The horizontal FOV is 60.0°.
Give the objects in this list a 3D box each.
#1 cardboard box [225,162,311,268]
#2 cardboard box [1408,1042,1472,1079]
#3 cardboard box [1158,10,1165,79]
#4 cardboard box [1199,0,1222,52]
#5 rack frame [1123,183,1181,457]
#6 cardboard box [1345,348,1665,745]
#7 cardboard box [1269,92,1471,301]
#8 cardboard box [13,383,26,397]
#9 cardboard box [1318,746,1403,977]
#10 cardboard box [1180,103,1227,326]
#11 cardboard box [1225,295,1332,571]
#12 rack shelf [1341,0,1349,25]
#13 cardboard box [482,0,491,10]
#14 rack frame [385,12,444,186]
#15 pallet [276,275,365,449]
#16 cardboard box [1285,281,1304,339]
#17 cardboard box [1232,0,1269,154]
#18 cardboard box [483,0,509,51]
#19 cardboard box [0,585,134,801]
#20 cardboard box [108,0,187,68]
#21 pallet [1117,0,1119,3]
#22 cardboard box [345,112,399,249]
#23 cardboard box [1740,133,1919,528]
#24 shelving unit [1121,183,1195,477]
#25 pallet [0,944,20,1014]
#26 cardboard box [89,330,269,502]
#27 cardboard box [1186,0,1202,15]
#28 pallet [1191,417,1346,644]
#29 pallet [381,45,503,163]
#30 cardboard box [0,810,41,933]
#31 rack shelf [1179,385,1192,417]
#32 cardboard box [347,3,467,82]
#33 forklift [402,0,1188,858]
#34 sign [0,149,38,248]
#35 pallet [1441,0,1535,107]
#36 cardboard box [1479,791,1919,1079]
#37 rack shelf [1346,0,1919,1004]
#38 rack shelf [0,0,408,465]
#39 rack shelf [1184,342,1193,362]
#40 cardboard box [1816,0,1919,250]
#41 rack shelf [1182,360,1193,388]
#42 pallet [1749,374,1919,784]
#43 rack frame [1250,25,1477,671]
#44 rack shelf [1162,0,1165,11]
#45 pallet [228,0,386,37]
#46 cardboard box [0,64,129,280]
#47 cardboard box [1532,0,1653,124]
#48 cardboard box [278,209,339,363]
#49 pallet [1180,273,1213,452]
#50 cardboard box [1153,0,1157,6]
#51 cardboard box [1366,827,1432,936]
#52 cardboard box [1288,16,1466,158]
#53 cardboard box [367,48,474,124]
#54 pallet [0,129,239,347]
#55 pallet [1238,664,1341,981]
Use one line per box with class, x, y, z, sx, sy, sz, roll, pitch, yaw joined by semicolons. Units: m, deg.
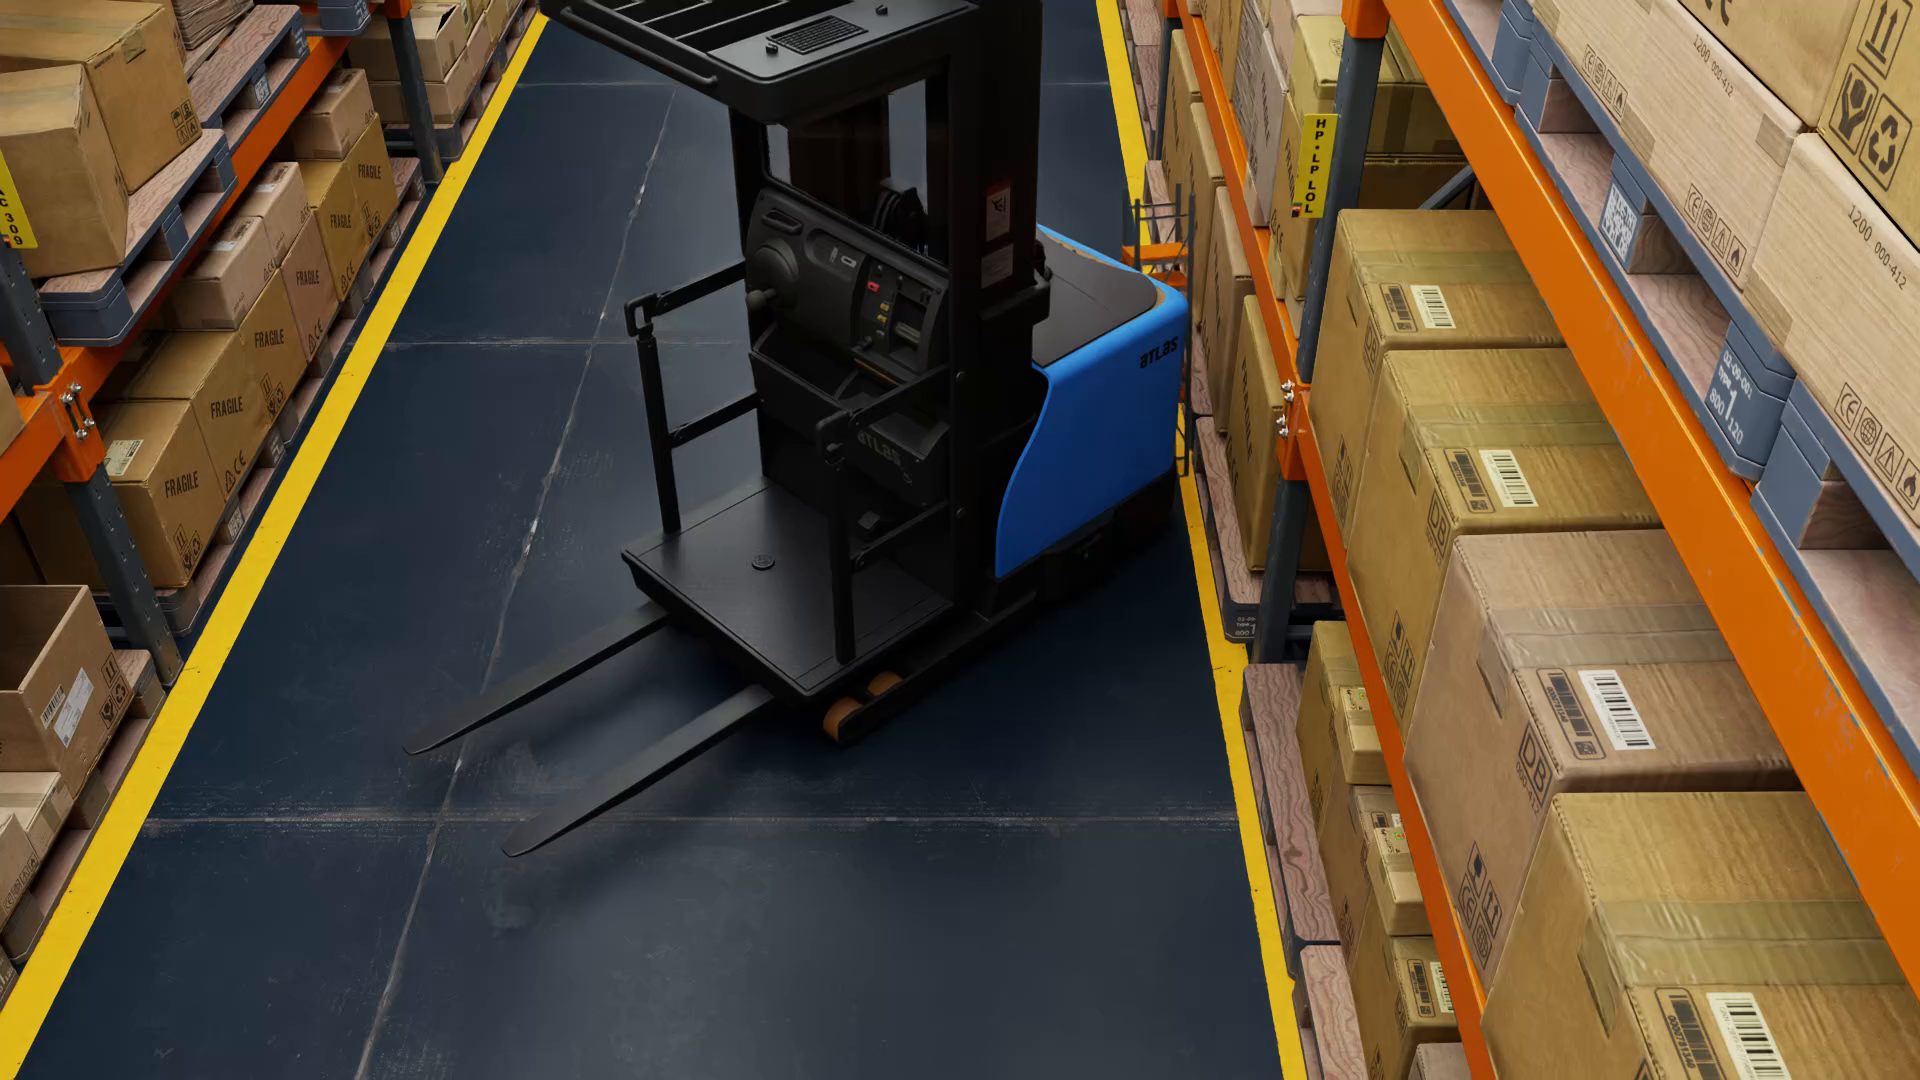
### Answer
cardboard box;-3.135;-1.397;7.142;0.500;0.250;0.500;-1;39;-1
cardboard box;1.480;1.575;4.049;0.700;0.500;0.500;-1;39;-2
cardboard box;1.520;-2.820;9.518;0.700;0.500;0.500;0;39;1
cardboard box;1.309;-2.395;7.006;0.500;0.500;0.500;0;39;0
rack frame;0.792;-0.876;6.908;0.240;1.200;0.006;-6;26;-8
cardboard box;1.557;0.006;4.104;0.980;0.700;0.700;-1;39;-1
cardboard box;1.325;-1.124;5.420;0.500;0.500;0.500;-1;39;-1
cardboard box;-3.655;-0.480;6.598;0.500;0.500;0.500;0;39;0
cardboard box;1.473;0.921;4.865;0.700;0.500;0.500;0;39;-1
cardboard box;1.437;-1.491;7.595;0.750;0.750;0.750;0;39;0
cardboard box;1.447;-0.404;6.239;0.750;0.750;0.750;0;39;0
rack shelf;1.575;-2.813;6.038;1.077;0.370;4.000;0;39;0
cardboard box;-3.095;-3.453;10.075;0.500;0.311;0.500;-1;39;-1
rack frame;-3.381;-3.168;8.305;1.000;3.000;0.127;0;39;0
pallet;-3.419;-0.852;7.644;1.003;0.211;1.213;0;39;0
cardboard box;1.294;-0.794;5.526;0.380;0.149;0.250;0;39;0
cardboard box;1.323;-1.757;6.210;0.500;0.500;0.500;0;39;0
cardboard box;-3.096;-3.226;10.240;0.500;0.250;0.500;-1;39;-1
cardboard box;-3.092;0.493;5.383;0.500;0.500;0.500;0;39;0
cardboard box;-3.440;-1.974;6.399;0.700;0.500;0.500;-9;40;-11
pallet;1.571;-4.100;11.698;1.003;0.211;1.213;0;39;0
cardboard box;-3.145;-1.780;8.219;0.500;0.500;0.500;1;39;2
cardboard box;1.314;-0.269;1.993;0.500;0.250;0.500;-1;39;-2
shelving unit;0.807;-0.838;6.826;0.258;1.200;0.189;-6;26;-8
pallet;-3.372;1.616;4.565;1.003;0.211;1.213;0;39;0
cardboard box;-3.145;-0.499;6.621;0.500;0.500;0.500;0;39;1
cardboard box;1.249;-2.554;7.723;0.380;0.149;0.250;1;39;1
pallet;1.501;-0.067;6.665;1.003;0.211;1.213;0;39;0
pallet;-3.343;-2.595;9.819;1.003;0.211;1.213;0;39;0
cardboard box;-3.091;1.036;4.857;0.500;0.311;0.500;0;39;0
rack shelf;0.819;-0.581;6.948;0.258;0.103;0.180;-6;26;-8
cardboard box;-3.087;-2.806;9.267;0.500;0.311;0.500;1;39;1
forklift;-0.542;-0.792;5.395;3.031;2.935;1.130;-31;48;-33
sign;-2.833;-1.010;4.919;0.100;0.325;0.005;0;39;0
pallet;1.568;-1.297;3.642;1.003;0.211;1.213;0;39;0
cardboard box;1.560;0.938;2.941;0.980;0.700;0.700;0;39;0
rack shelf;1.580;-0.312;2.917;1.077;0.370;4.000;0;39;0
rack shelf;-3.378;-1.637;6.969;1.077;0.370;4.000;0;39;0
rack shelf;0.809;-0.797;6.845;0.258;0.103;0.180;-6;26;-8
cardboard box;1.319;-0.549;1.742;0.500;0.500;0.500;1;39;1
rack shelf;0.814;-0.689;6.897;0.258;0.103;0.180;-6;26;-8
pallet;1.571;0.229;1.738;1.003;0.211;1.213;0;39;0
rack frame;1.578;-0.673;5.191;1.000;3.000;0.127;0;39;0
rack shelf;1.571;-4.144;10.098;1.077;0.370;4.000;0;39;0
pallet;-3.310;-2.669;7.836;1.213;0.211;1.003;0;39;0
cardboard box;-3.153;-1.166;5.391;0.700;0.500;0.500;-13;40;-15
cardboard box;1.309;-0.916;2.799;0.500;0.250;0.500;-1;39;-1
cardboard box;-3.138;-1.128;7.406;0.500;0.500;0.500;-1;39;-2
pallet;1.497;-0.832;7.619;1.003;0.211;1.213;0;39;0
cardboard box;1.597;-3.769;10.702;0.700;0.500;0.500;0;39;0
cardboard box;1.295;0.894;4.380;0.380;0.149;0.250;-1;39;-1
cardboard box;1.321;-1.420;5.190;0.500;0.250;0.500;1;39;1
cardboard box;-3.087;-2.587;9.442;0.500;0.250;0.500;0;39;0
pallet;-3.268;-1.092;5.867;1.003;0.211;1.213;0;39;0
pallet;1.500;0.891;5.469;1.003;0.211;1.213;0;39;0
